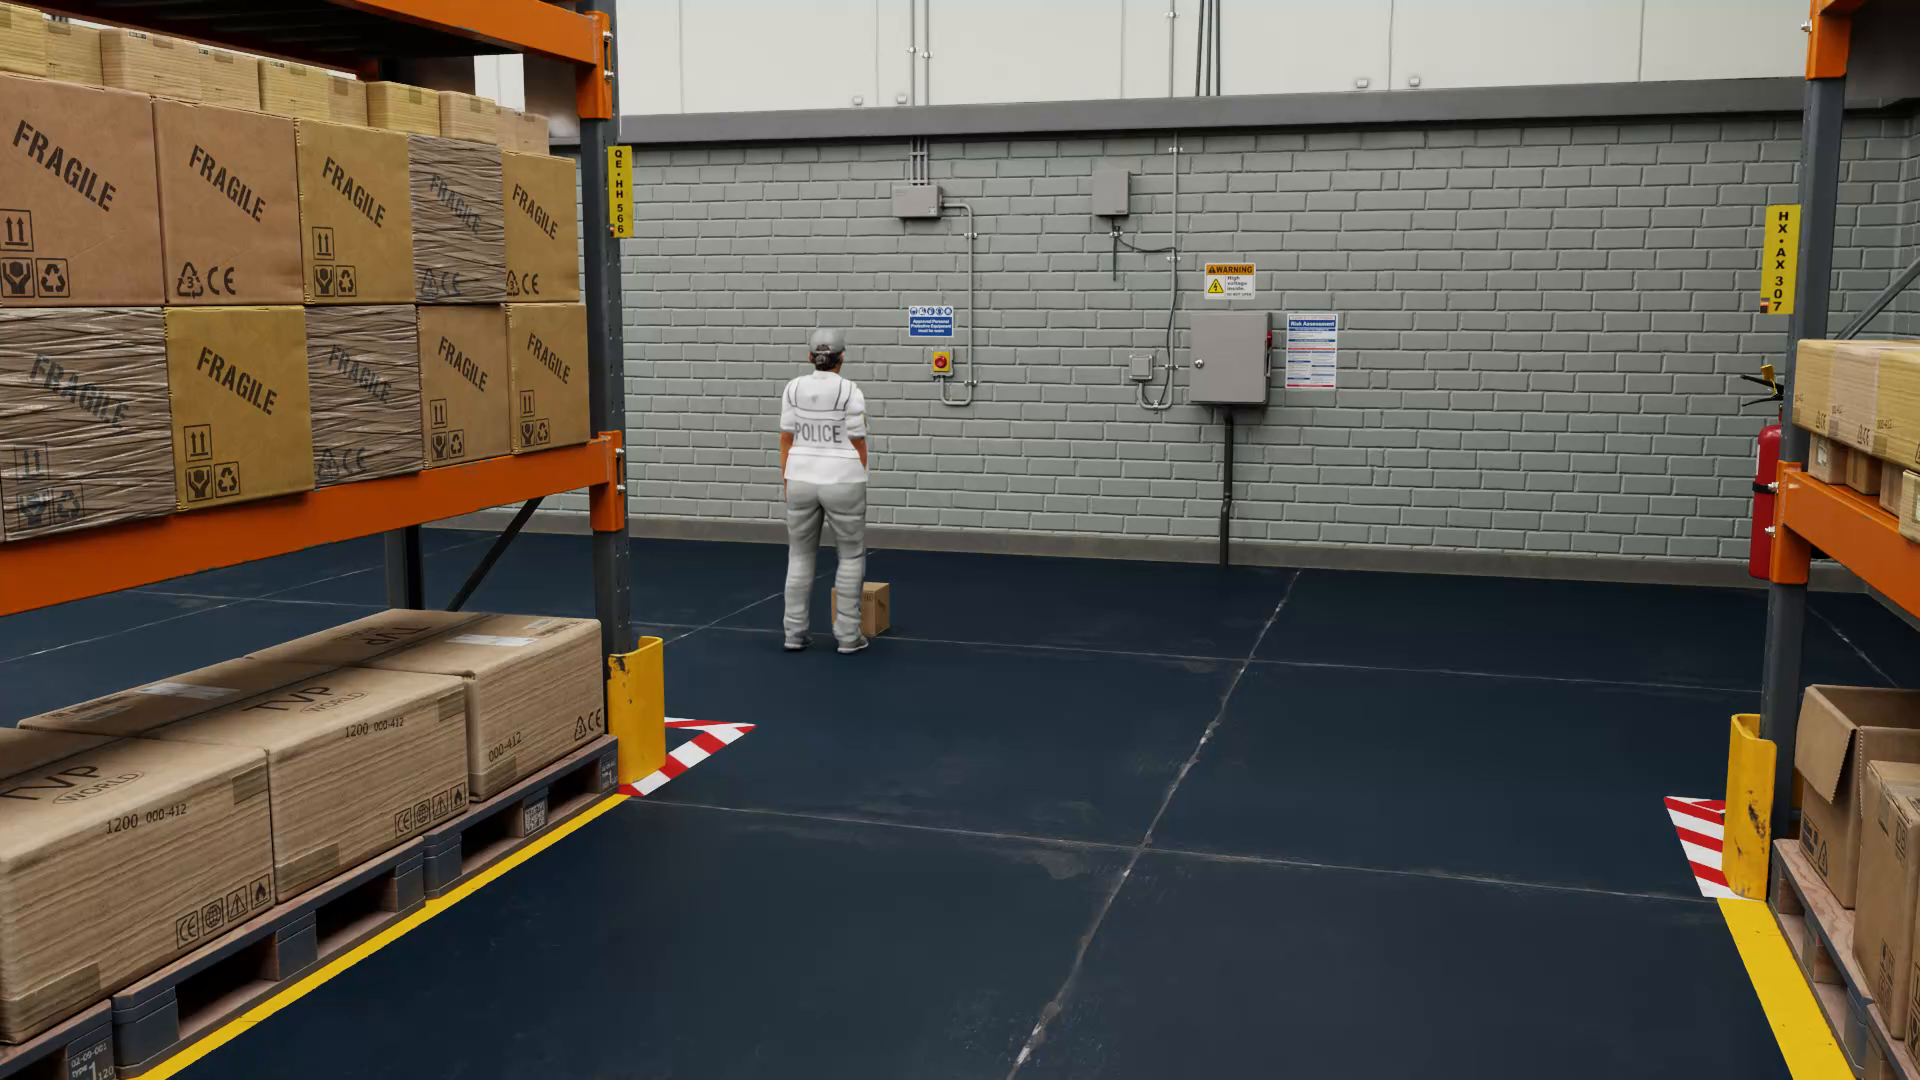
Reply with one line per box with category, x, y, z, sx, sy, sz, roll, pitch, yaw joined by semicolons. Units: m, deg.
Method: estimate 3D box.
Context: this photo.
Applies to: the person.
person;-0.687;-0.250;8.560;0.478;1.673;0.389;3;9;18
